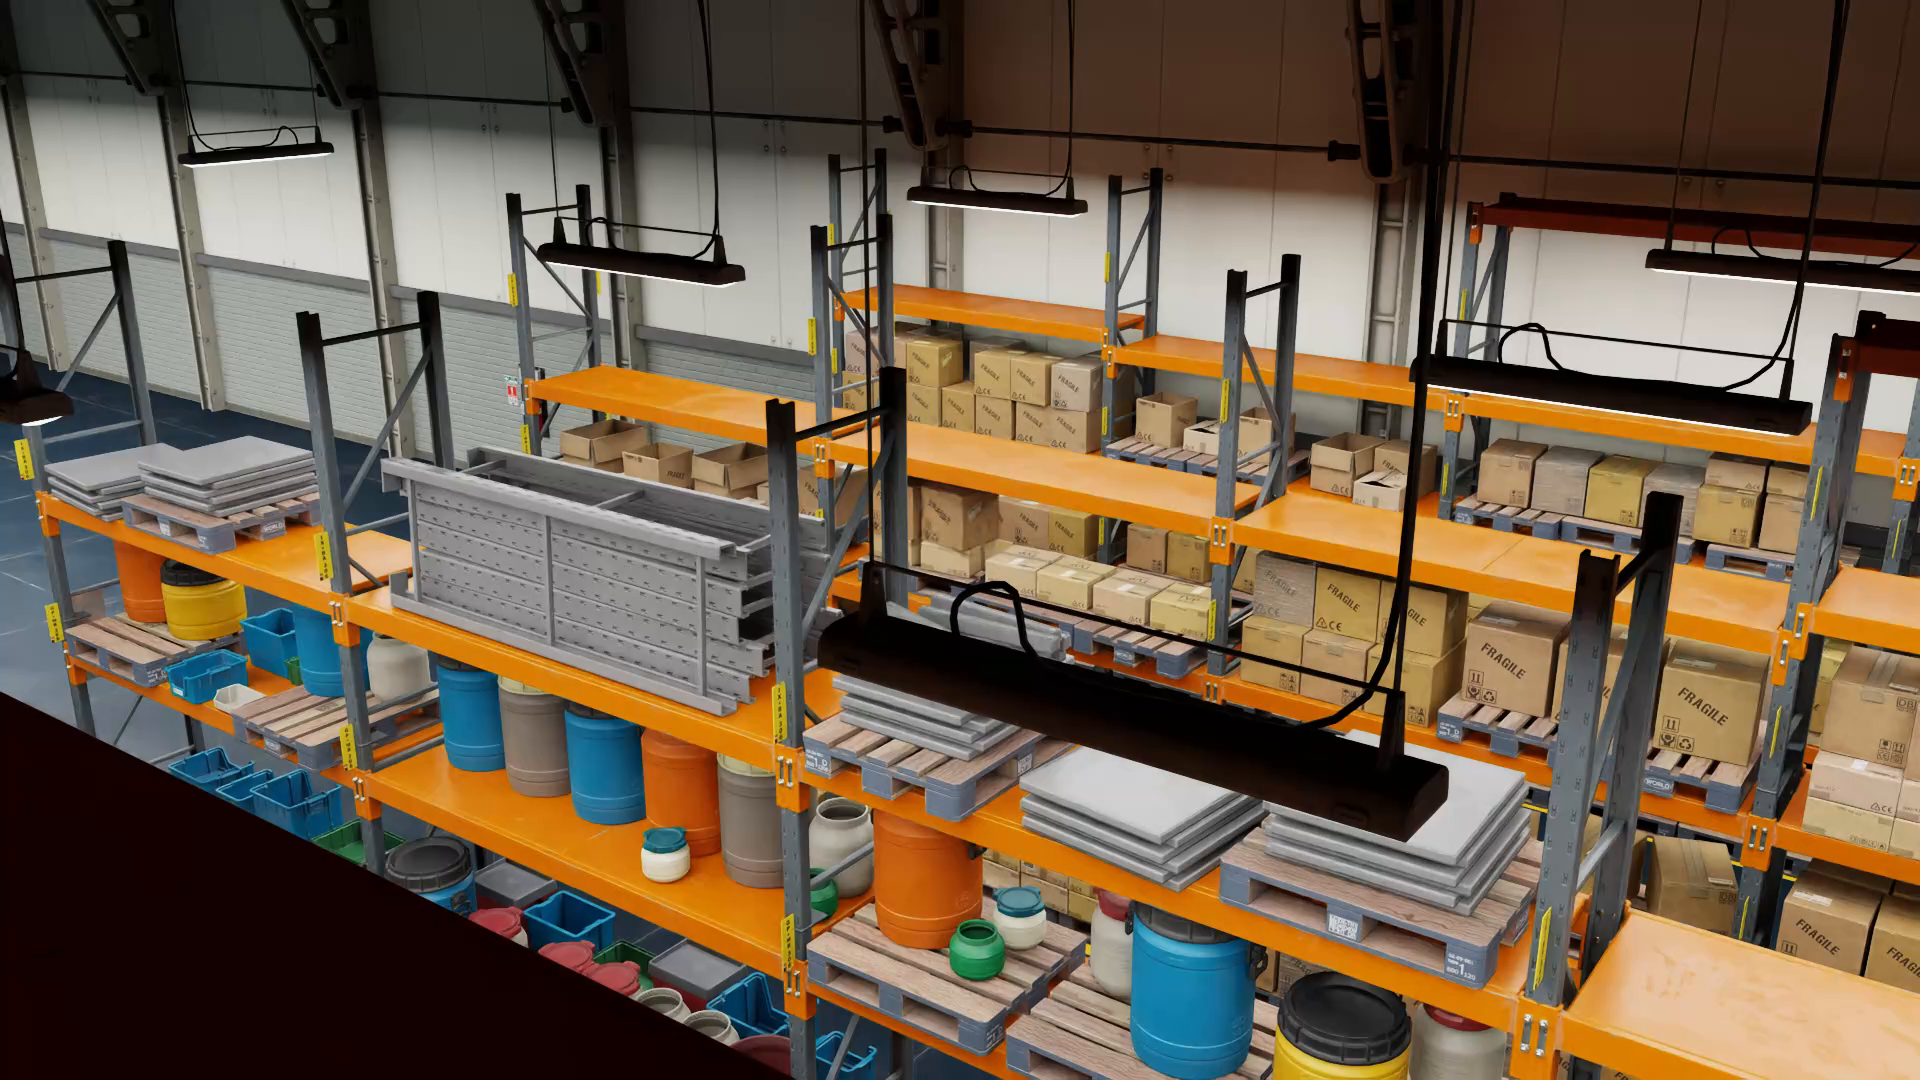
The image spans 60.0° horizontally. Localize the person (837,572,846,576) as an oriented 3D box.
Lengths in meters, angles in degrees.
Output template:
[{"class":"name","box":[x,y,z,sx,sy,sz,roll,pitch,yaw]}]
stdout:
[{"class":"person","box":[-1.599,0.876,19.784,0.579,1.711,0.478,-17,25,-41]}]
